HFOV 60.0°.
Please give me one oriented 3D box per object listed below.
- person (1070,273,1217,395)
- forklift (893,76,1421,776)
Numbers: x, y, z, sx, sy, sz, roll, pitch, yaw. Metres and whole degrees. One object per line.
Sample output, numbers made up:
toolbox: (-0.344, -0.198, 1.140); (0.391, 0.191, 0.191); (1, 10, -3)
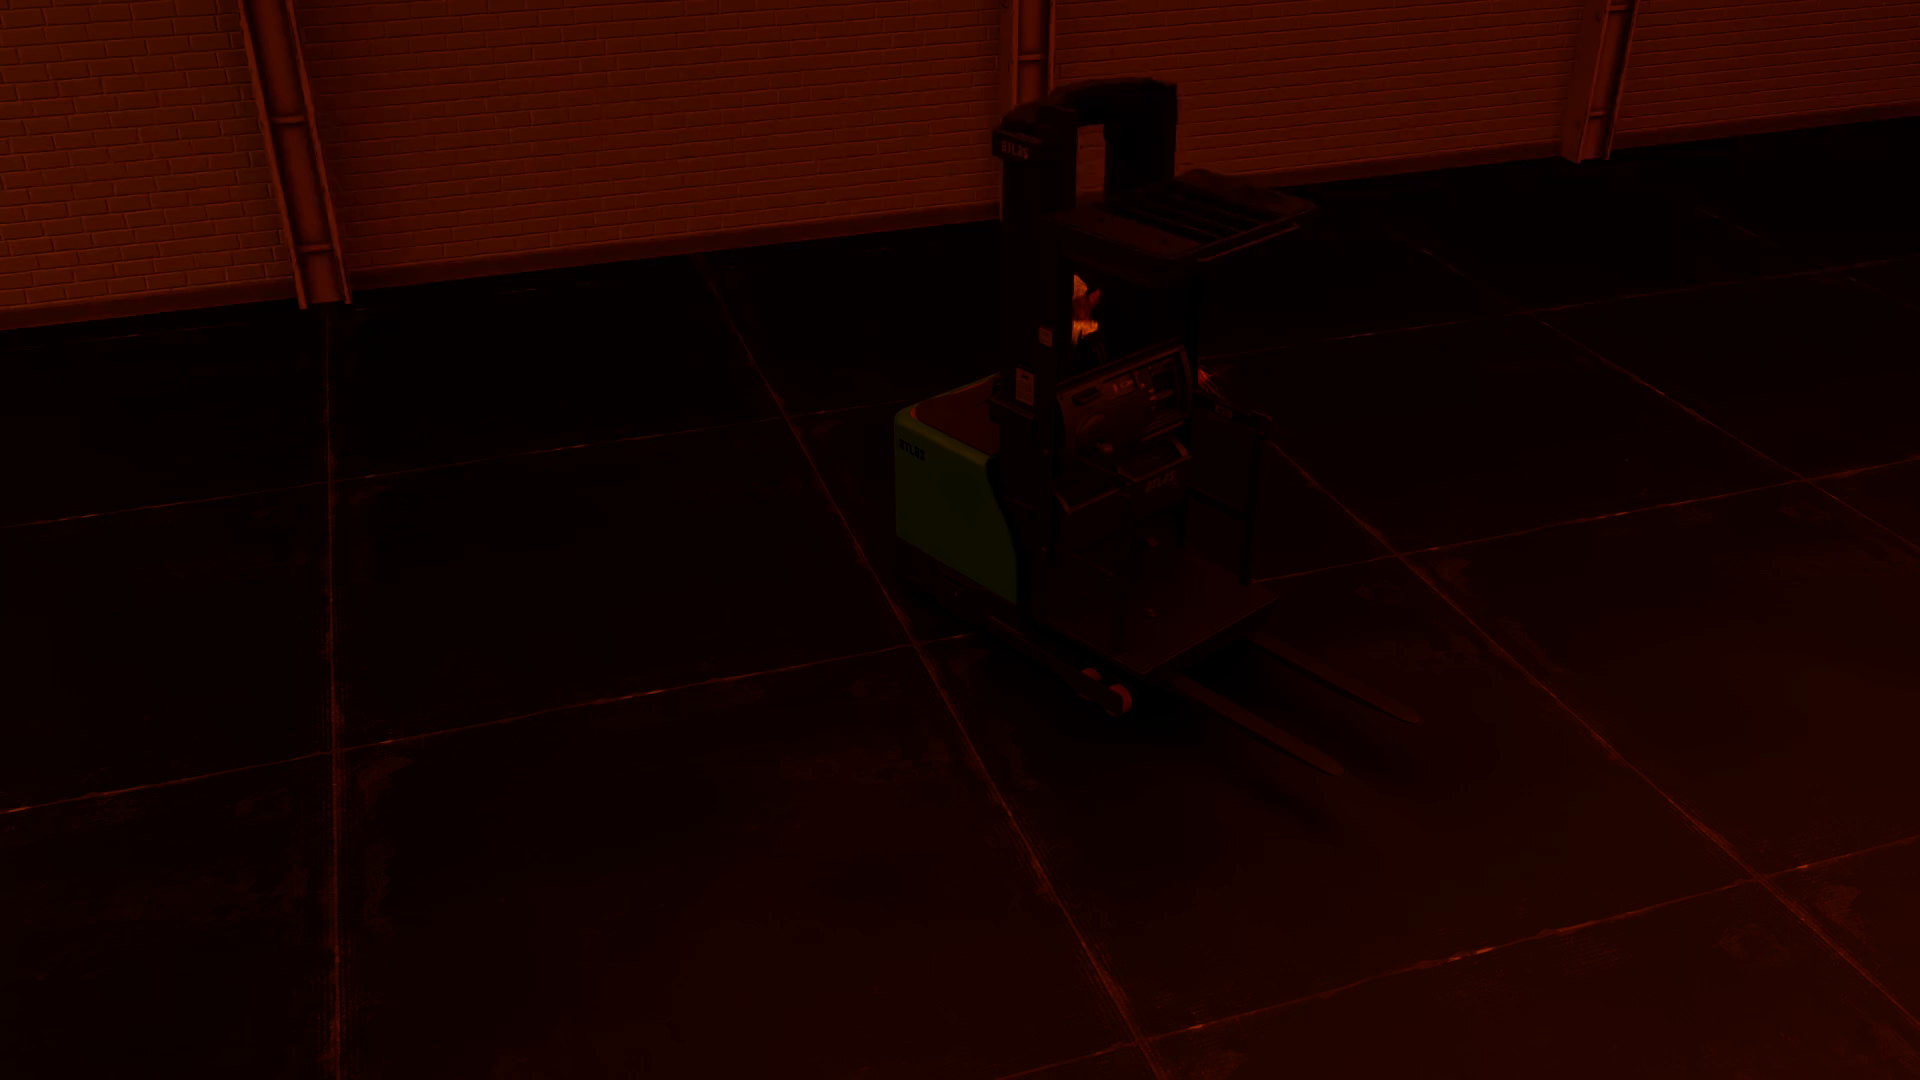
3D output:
person: (1.018, -0.800, 9.868); (0.855, 1.633, 1.073); (-22, 37, -33)
forklift: (0.979, -0.659, 8.233); (1.130, 2.935, 3.031); (-24, 38, -35)
